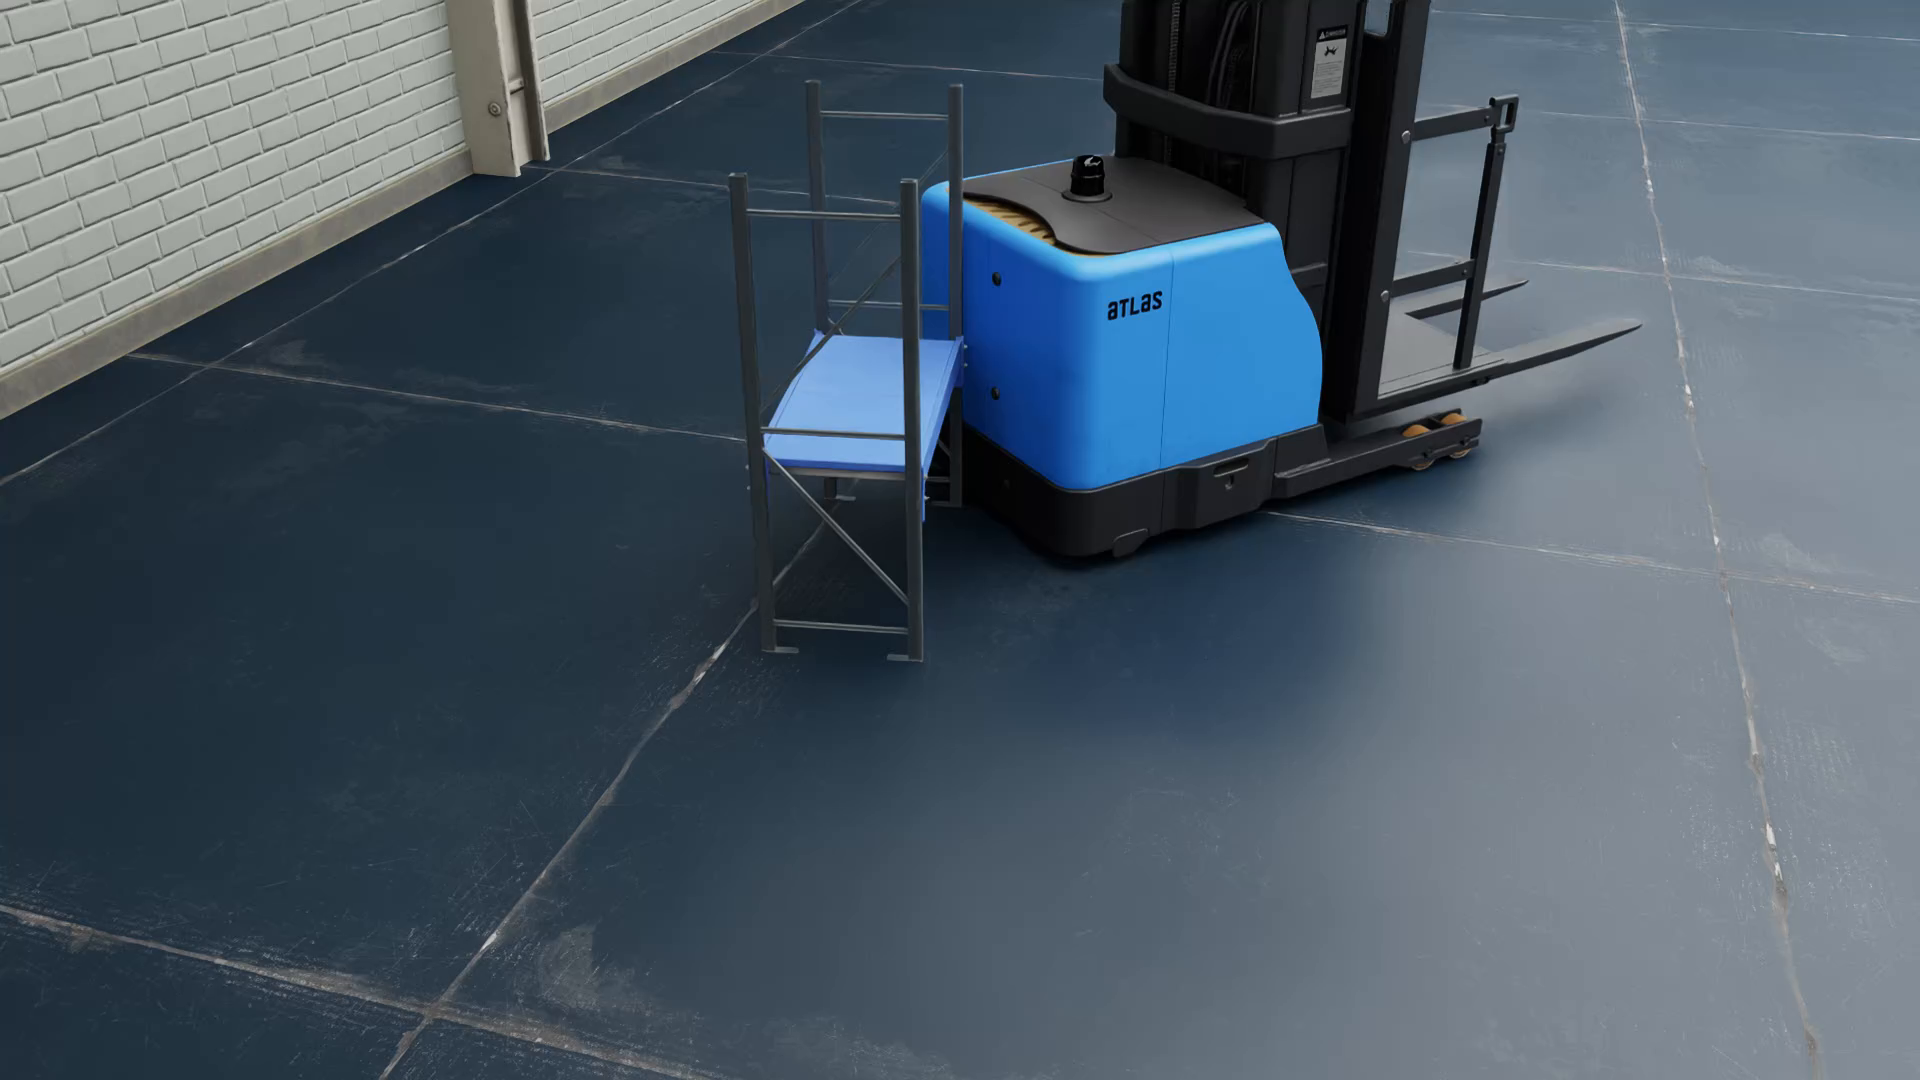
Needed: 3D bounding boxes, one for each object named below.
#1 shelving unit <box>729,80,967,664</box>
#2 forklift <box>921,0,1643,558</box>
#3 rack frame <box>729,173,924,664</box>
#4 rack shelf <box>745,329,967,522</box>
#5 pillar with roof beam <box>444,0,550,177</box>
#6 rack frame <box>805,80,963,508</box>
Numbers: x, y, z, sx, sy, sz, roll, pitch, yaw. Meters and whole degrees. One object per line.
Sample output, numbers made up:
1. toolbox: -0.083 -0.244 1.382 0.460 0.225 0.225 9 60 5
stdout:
1. shelving unit: -0.301 -0.545 5.187 0.538 1.500 1.048 3 29 6
2. forklift: 1.376 -1.744 5.870 3.031 2.935 1.130 -17 33 -27
3. rack frame: -0.361 -0.300 4.746 0.500 1.500 0.032 3 29 6
4. rack shelf: -0.301 -0.388 5.275 0.538 0.185 1.000 3 29 6
5. pillar with roof beam: 1.501 -5.496 6.373 9.100 9.000 0.400 8 30 15
6. rack frame: -0.241 -0.791 5.628 0.500 1.500 0.032 3 29 6
